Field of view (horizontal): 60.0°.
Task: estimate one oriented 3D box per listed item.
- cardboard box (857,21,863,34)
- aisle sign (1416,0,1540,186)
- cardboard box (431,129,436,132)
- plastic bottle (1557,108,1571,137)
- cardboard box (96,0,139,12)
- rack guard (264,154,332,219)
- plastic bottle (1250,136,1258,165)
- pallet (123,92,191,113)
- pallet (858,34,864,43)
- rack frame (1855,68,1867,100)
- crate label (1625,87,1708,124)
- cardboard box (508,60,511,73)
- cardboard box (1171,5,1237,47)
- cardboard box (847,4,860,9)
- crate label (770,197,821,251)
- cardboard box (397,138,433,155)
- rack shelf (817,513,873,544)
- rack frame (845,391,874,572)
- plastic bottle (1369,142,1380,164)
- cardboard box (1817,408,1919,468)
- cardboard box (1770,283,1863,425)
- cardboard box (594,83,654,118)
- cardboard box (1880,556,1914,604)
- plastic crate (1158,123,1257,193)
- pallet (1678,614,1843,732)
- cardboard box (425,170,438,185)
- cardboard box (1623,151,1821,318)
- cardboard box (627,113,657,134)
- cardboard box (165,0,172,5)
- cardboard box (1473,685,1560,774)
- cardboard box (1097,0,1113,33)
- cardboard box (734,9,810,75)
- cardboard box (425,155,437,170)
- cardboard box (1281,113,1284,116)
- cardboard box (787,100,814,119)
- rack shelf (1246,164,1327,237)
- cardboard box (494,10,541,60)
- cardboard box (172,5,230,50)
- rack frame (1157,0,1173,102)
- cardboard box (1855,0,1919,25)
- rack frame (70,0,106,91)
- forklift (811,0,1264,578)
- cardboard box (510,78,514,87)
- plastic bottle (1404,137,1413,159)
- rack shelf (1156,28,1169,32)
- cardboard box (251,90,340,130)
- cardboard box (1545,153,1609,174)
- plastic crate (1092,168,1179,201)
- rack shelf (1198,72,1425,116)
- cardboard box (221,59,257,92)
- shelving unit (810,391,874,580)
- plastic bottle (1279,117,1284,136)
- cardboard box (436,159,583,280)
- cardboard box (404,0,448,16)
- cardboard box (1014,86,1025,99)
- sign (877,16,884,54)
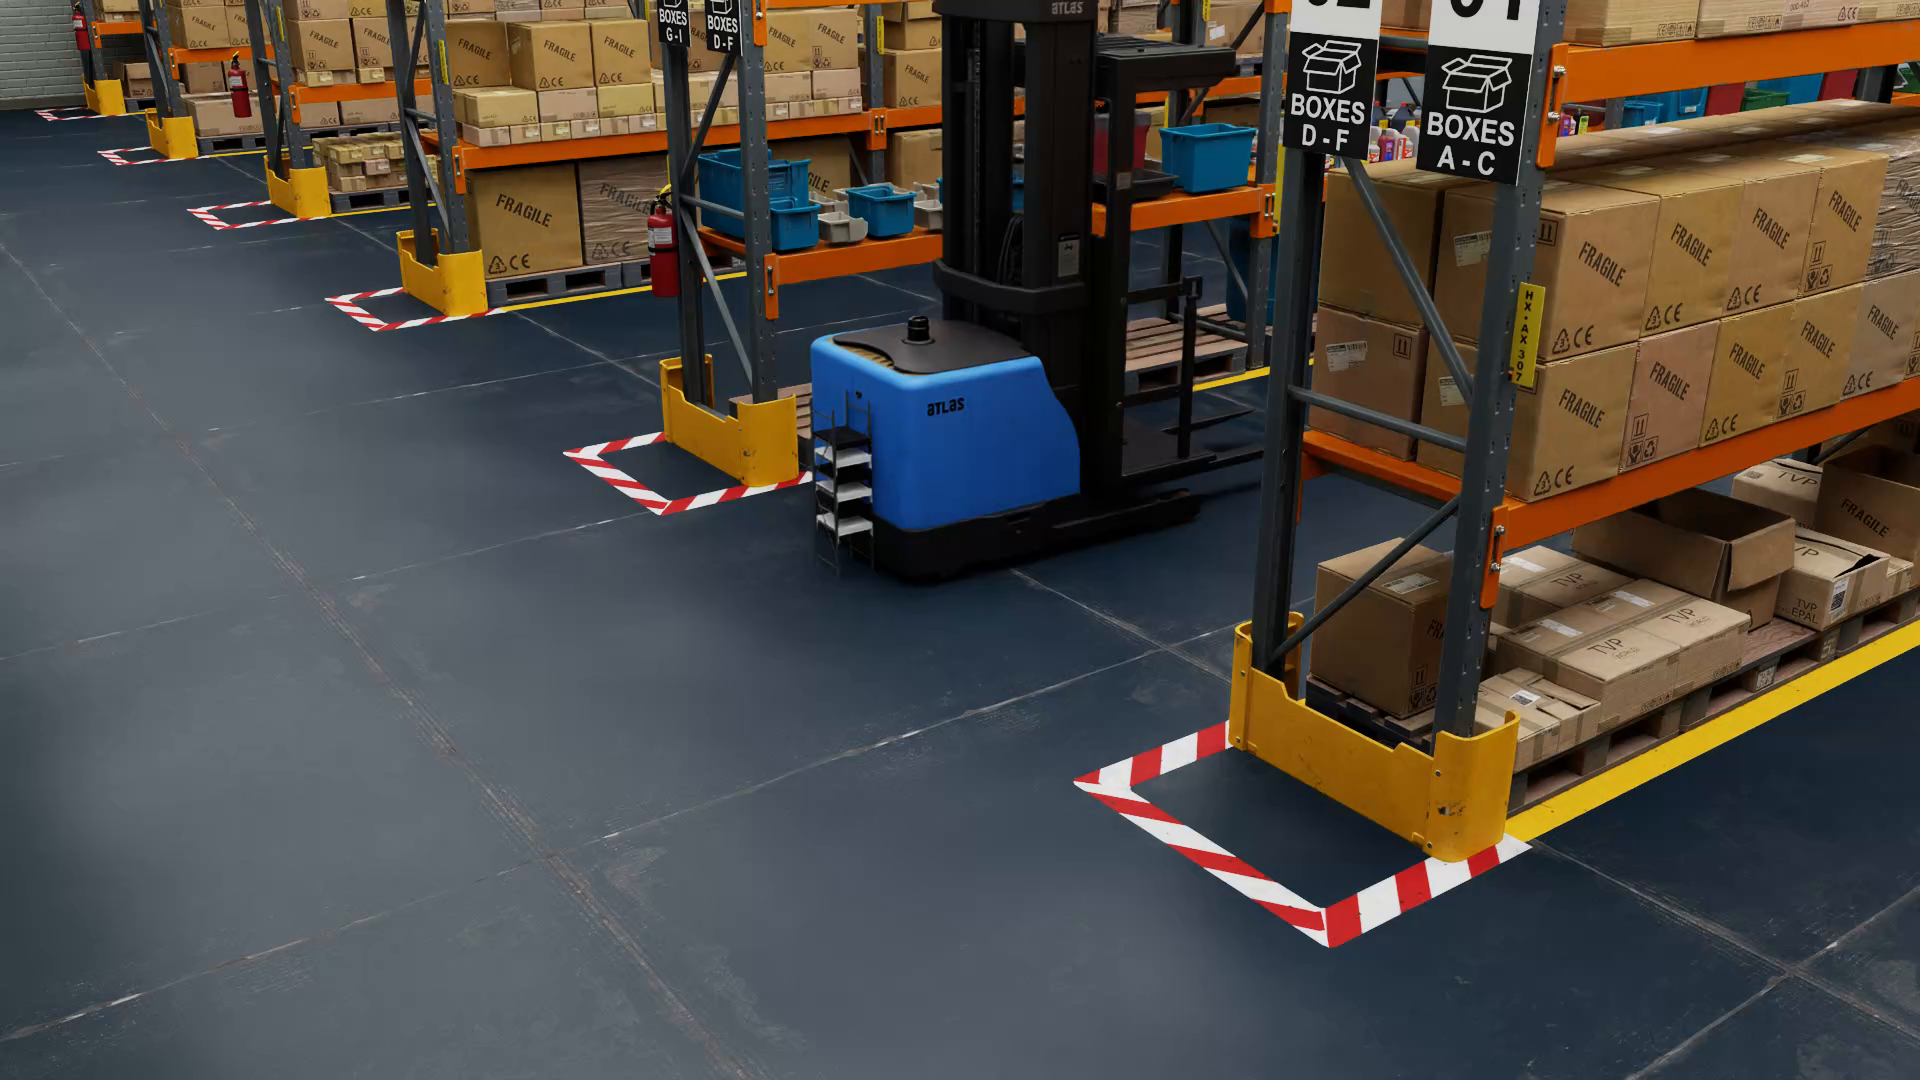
[{"bbox_3d":[-1.357,-6.316,20.451,0.250,0.149,0.380,-15,26,-34],"label":"cardboard box"},{"bbox_3d":[1.610,-1.523,5.157,0.004,0.787,0.394,-15,26,-33],"label":"aisle sign"},{"bbox_3d":[-5.736,-4.518,18.650,0.250,0.149,0.380,-16,27,-35],"label":"cardboard box"},{"bbox_3d":[4.832,-3.321,13.329,0.133,0.283,0.061,-15,26,-33],"label":"plastic bottle"},{"bbox_3d":[-12.452,-7.959,24.595,0.500,0.250,0.500,-15,26,-33],"label":"cardboard box"},{"bbox_3d":[-7.041,-3.769,17.667,0.348,0.500,1.175,-15,26,-33],"label":"rack guard"},{"bbox_3d":[2.204,-2.909,12.408,0.097,0.201,0.097,0,22,0],"label":"plastic bottle"},{"bbox_3d":[-12.270,-6.767,25.571,1.213,0.211,1.003,-15,26,-33],"label":"pallet"},{"bbox_3d":[-1.126,-6.370,21.070,1.003,0.211,1.213,-15,26,-33],"label":"pallet"},{"bbox_3d":[8.345,-4.507,16.143,0.127,3.000,1.000,-15,26,-33],"label":"rack frame"},{"bbox_3d":[6.062,-3.791,14.302,0.616,0.435,0.502,-15,26,-33],"label":"crate label"},{"bbox_3d":[-5.013,-5.247,18.336,0.250,0.149,0.380,-15,26,-34],"label":"cardboard box"},{"bbox_3d":[2.620,-5.501,17.934,0.500,0.500,0.500,-19,29,-39],"label":"cardboard box"},{"bbox_3d":[-1.372,-6.586,20.324,0.250,0.149,0.380,-14,26,-31],"label":"cardboard box"},{"bbox_3d":[-1.003,-1.814,9.539,0.303,0.233,0.416,-15,26,-33],"label":"crate label"},{"bbox_3d":[-5.894,-4.262,18.008,0.250,0.149,0.380,-16,27,-35],"label":"cardboard box"},{"bbox_3d":[-0.592,-0.074,8.444,0.200,0.077,0.258,-14,26,-31],"label":"rack shelf"},{"bbox_3d":[-0.507,-0.293,8.417,0.006,0.900,0.240,-14,26,-31],"label":"rack frame"},{"bbox_3d":[3.015,-2.807,12.150,0.097,0.201,0.097,0,22,0],"label":"plastic bottle"},{"bbox_3d":[4.974,-0.520,8.932,0.500,0.500,0.500,-15,26,-33],"label":"cardboard box"},{"bbox_3d":[3.240,-0.810,6.744,0.500,0.500,0.500,-15,26,-32],"label":"cardboard box"},{"bbox_3d":[-2.913,-3.713,13.954,0.500,0.250,0.500,-16,27,-35],"label":"cardboard box"},{"bbox_3d":[4.175,0.144,7.742,0.250,0.149,0.380,-15,26,-33],"label":"cardboard box"},{"bbox_3d":[1.671,-2.592,11.285,0.575,0.384,0.392,-15,26,-33],"label":"plastic crate"},{"bbox_3d":[3.192,0.425,7.546,1.213,0.211,1.003,-15,26,-33],"label":"pallet"},{"bbox_3d":[-5.857,-3.961,18.055,0.250,0.149,0.380,-15,26,-32],"label":"cardboard box"},{"bbox_3d":[2.837,-1.168,6.292,0.500,0.500,0.500,-15,26,-32],"label":"cardboard box"},{"bbox_3d":[-2.765,-3.539,14.058,0.250,0.149,0.380,-15,26,-33],"label":"cardboard box"},{"bbox_3d":[-9.824,-7.068,21.077,0.500,0.500,0.500,-14,26,-31],"label":"cardboard box"},{"bbox_3d":[2.035,0.714,6.312,0.250,0.149,0.380,-15,26,-33],"label":"cardboard box"},{"bbox_3d":[1.072,-5.350,16.767,0.637,0.503,0.797,-14,26,-32],"label":"cardboard box"},{"bbox_3d":[-1.668,-4.395,14.652,0.500,0.500,0.500,-15,26,-32],"label":"cardboard box"},{"bbox_3d":[-5.854,-4.103,18.011,0.250,0.149,0.380,-14,26,-31],"label":"cardboard box"},{"bbox_3d":[4.089,-4.695,19.394,0.500,0.500,0.700,-18,28,-37],"label":"cardboard box"},{"bbox_3d":[-1.515,-3.873,14.893,0.250,0.149,0.380,-15,26,-34],"label":"cardboard box"},{"bbox_3d":[3.475,-2.874,13.022,4.000,0.370,1.077,-15,26,-33],"label":"rack shelf"},{"bbox_3d":[-4.911,-5.555,18.233,0.500,0.500,0.500,-15,26,-33],"label":"cardboard box"},{"bbox_3d":[-9.519,-6.445,20.865,0.500,0.500,0.500,-15,26,-33],"label":"cardboard box"},{"bbox_3d":[2.638,-7.511,23.671,0.127,3.000,1.000,-15,26,-33],"label":"rack frame"},{"bbox_3d":[3.280,-2.100,6.266,0.500,0.250,0.500,-15,26,-33],"label":"cardboard box"},{"bbox_3d":[-12.978,-7.873,24.580,0.127,3.000,1.000,-15,26,-33],"label":"rack frame"},{"bbox_3d":[0.720,-1.571,8.879,3.031,2.935,1.130,-14,26,-31],"label":"forklift"},{"bbox_3d":[-3.638,-3.762,14.078,0.500,0.250,0.500,-15,26,-34],"label":"cardboard box"},{"bbox_3d":[3.311,-2.886,12.349,0.097,0.201,0.097,0,22,0],"label":"plastic bottle"},{"bbox_3d":[1.014,-6.744,22.720,4.000,0.370,1.077,-15,26,-33],"label":"rack shelf"},{"bbox_3d":[-8.861,-5.759,22.173,0.875,0.438,0.875,-14,26,-31],"label":"cardboard box"},{"bbox_3d":[2.104,-1.218,6.417,0.500,0.500,0.500,-14,26,-31],"label":"cardboard box"},{"bbox_3d":[1.099,-2.352,11.034,0.590,0.125,0.437,-15,26,-33],"label":"plastic crate"},{"bbox_3d":[3.829,-5.230,18.926,4.000,0.370,1.077,-15,26,-33],"label":"rack shelf"},{"bbox_3d":[-11.222,-7.269,25.871,0.500,0.500,0.500,-14,26,-32],"label":"cardboard box"},{"bbox_3d":[-0.592,-0.272,8.365,0.210,0.900,0.258,-14,26,-31],"label":"shelving unit"},{"bbox_3d":[2.406,-3.050,12.558,0.185,0.351,0.144,-15,26,-33],"label":"plastic bottle"},{"bbox_3d":[-3.816,-2.770,14.091,0.875,0.875,0.875,-15,26,-33],"label":"cardboard box"},{"bbox_3d":[-5.743,-5.797,17.490,0.500,0.500,0.500,-16,27,-34],"label":"cardboard box"},{"bbox_3d":[0.292,-4.553,16.125,0.500,0.500,0.500,-16,27,-34],"label":"cardboard box"},{"bbox_3d":[-0.716,-4.537,14.945,0.005,0.325,0.100,-15,26,-33],"label":"sign"}]
